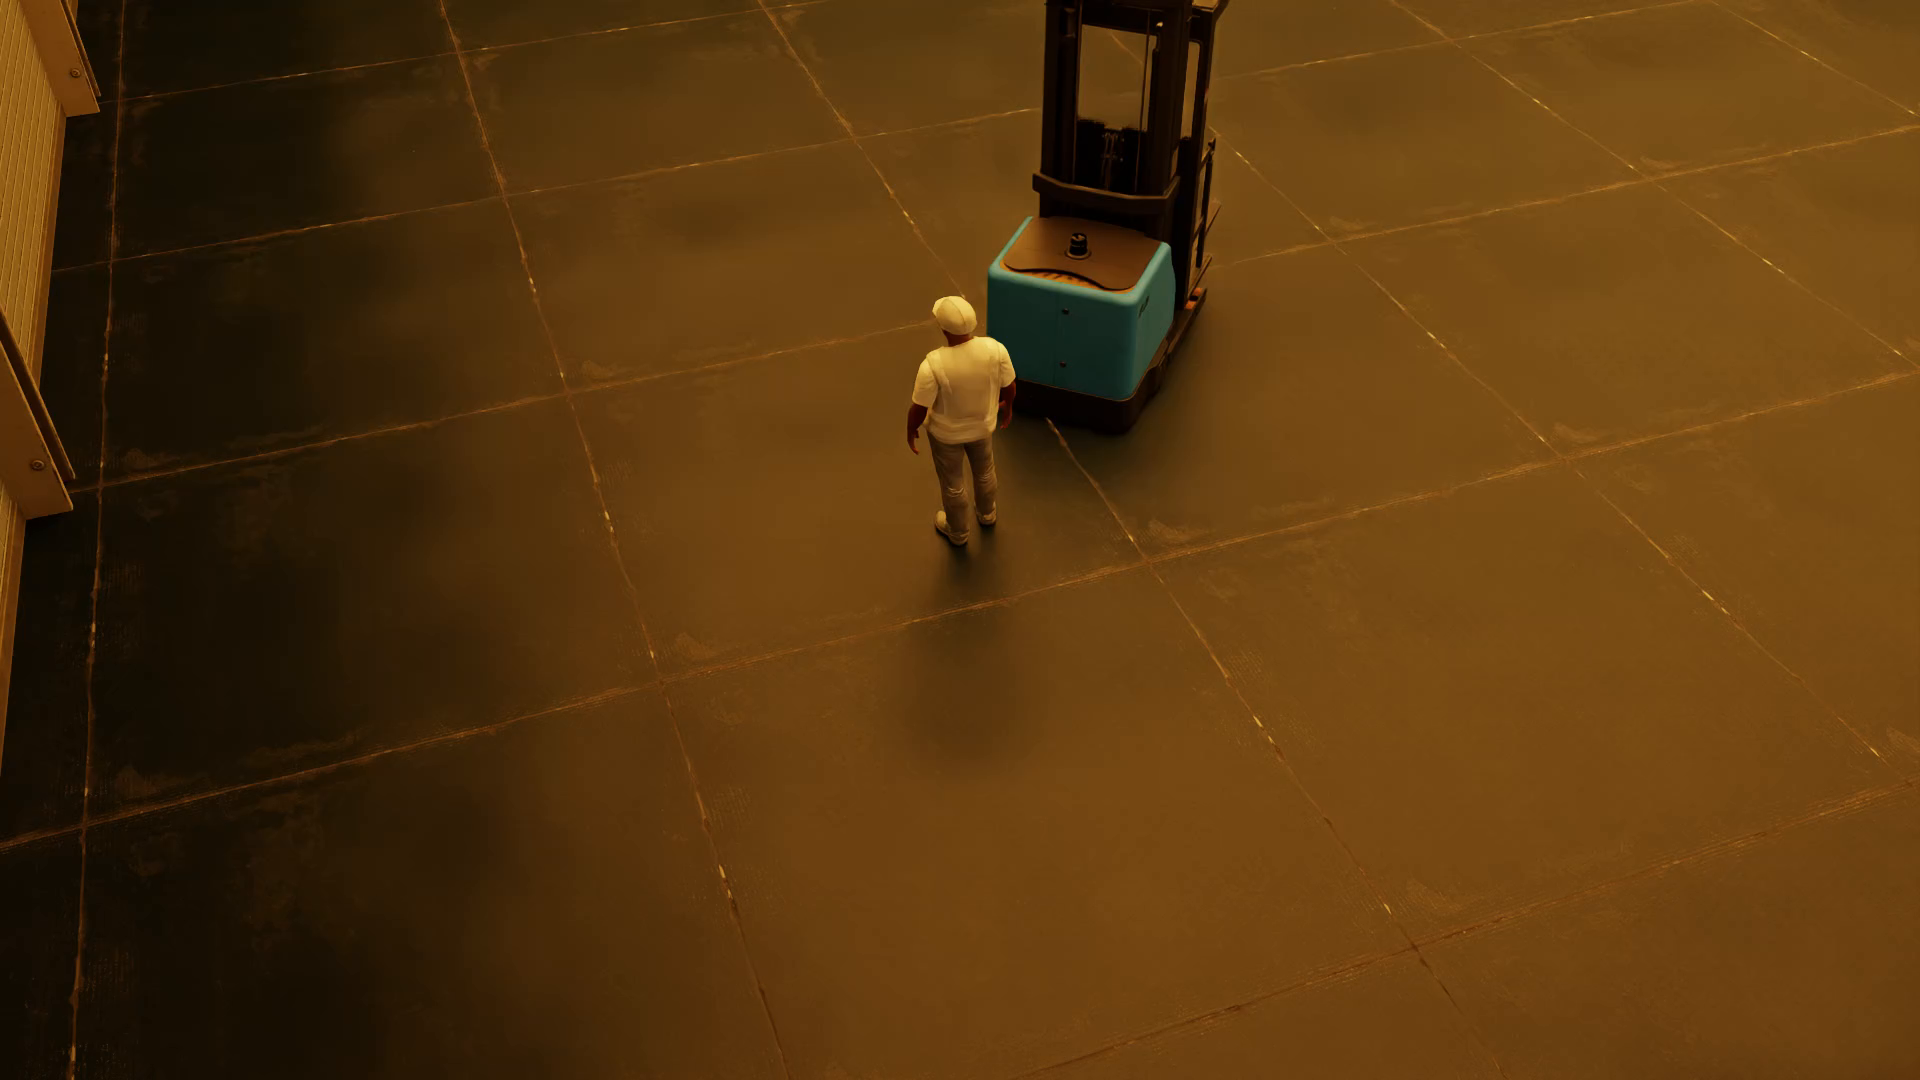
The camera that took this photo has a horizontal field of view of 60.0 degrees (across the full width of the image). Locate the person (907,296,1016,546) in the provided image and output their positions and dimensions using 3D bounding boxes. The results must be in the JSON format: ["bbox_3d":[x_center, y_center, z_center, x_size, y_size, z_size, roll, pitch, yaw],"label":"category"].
[{"bbox_3d":[-0.018,-0.725,9.755,0.665,1.766,0.576,-13,42,-15],"label":"person"}]

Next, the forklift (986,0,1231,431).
[{"bbox_3d":[1.180,-2.800,11.331,1.130,2.935,3.031,14,42,17],"label":"forklift"}]
